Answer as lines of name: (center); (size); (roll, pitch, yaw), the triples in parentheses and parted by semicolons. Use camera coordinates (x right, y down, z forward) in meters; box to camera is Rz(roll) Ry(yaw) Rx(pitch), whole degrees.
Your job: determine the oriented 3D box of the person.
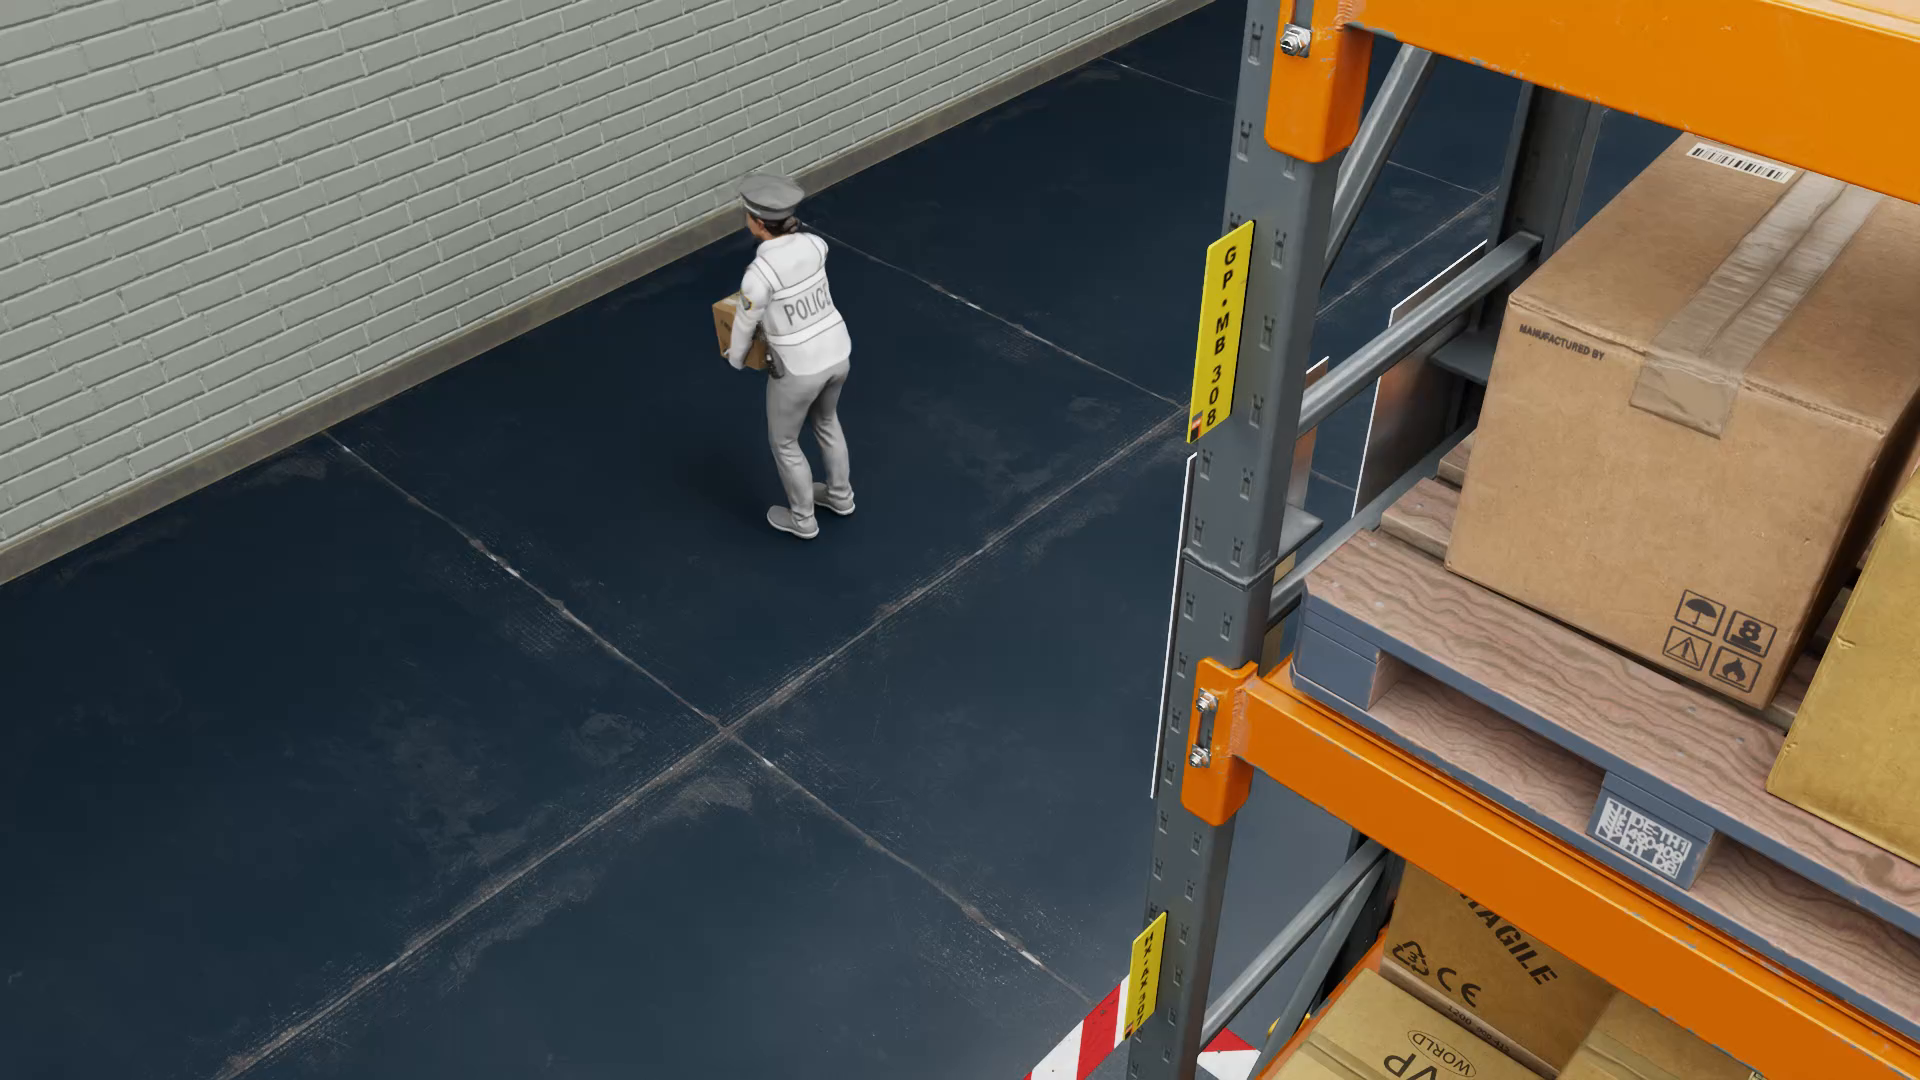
person: (-0.736, -0.772, 7.108); (0.551, 1.647, 0.415); (29, 48, 31)
